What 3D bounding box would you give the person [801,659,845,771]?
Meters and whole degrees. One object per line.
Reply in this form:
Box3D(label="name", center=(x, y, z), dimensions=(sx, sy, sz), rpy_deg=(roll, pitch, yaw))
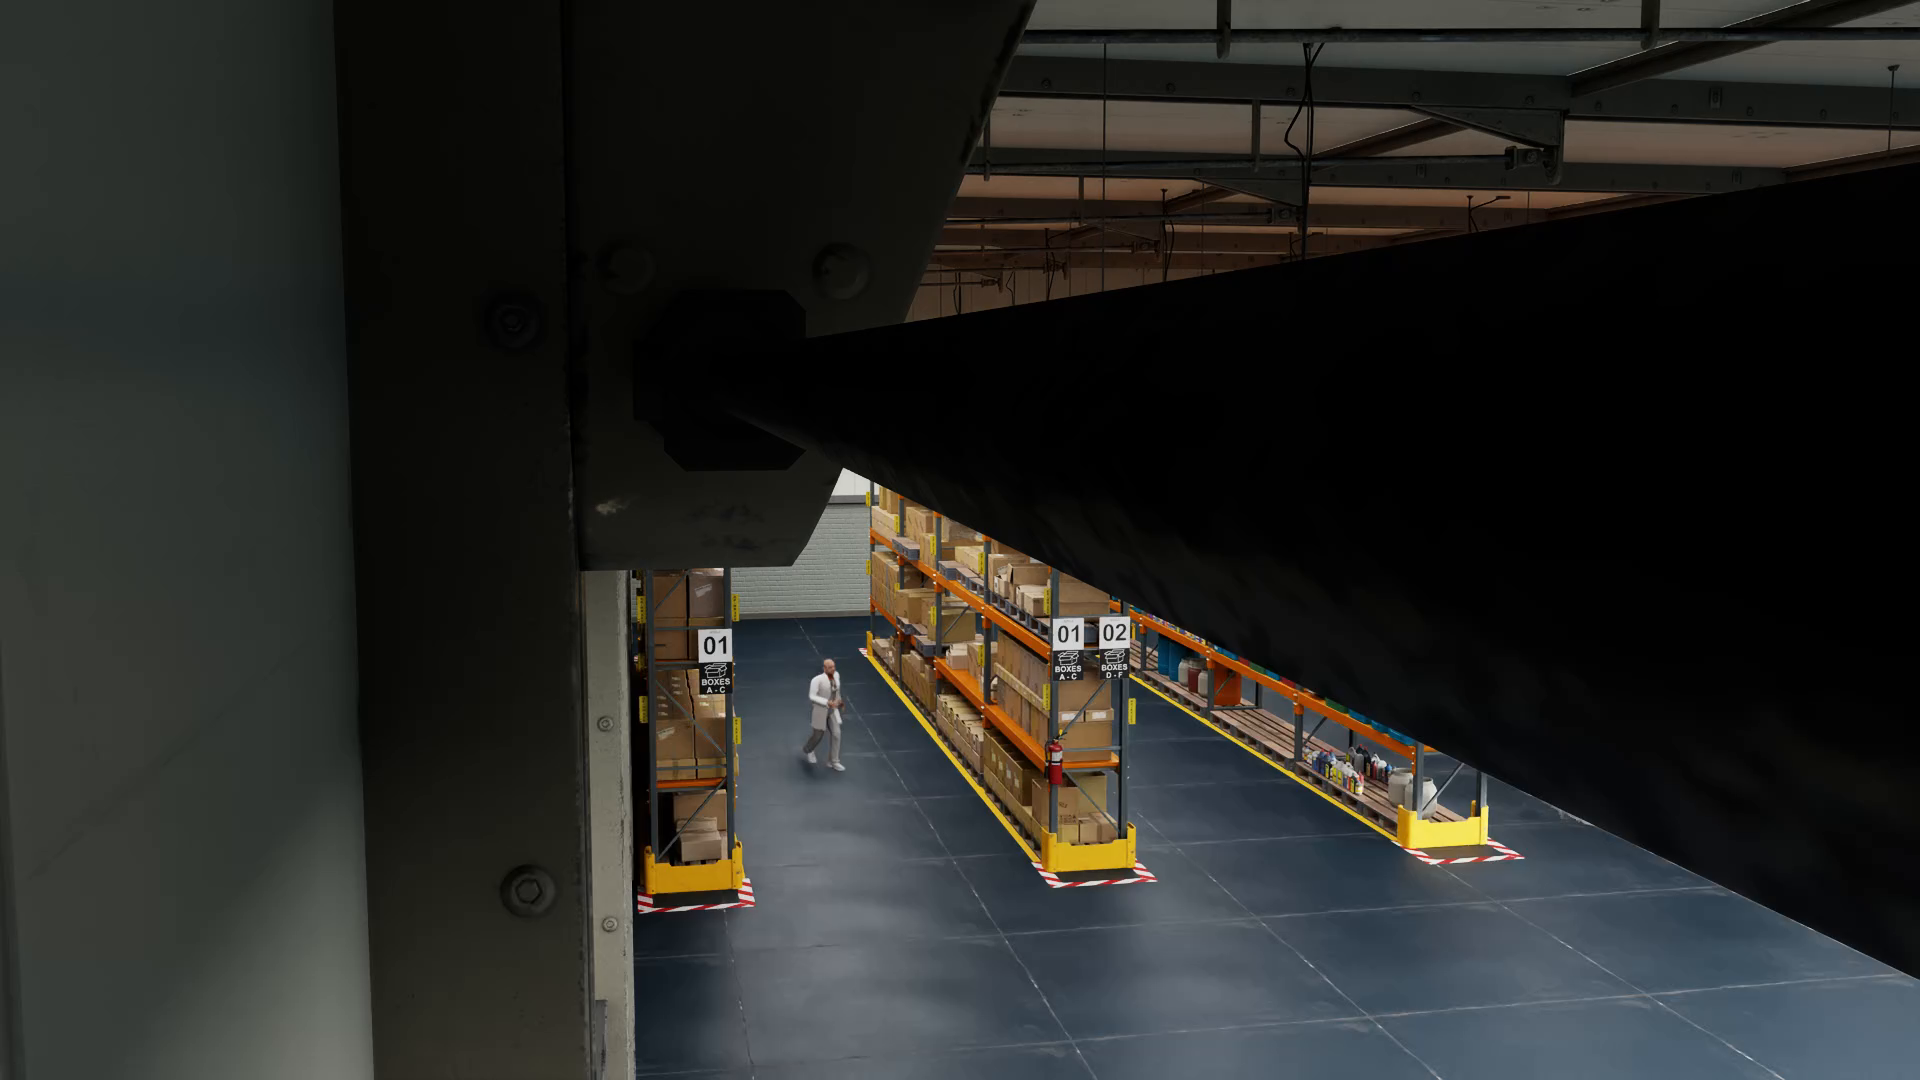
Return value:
Box3D(label="person", center=(-2.174, 2.722, 26.256), dimensions=(0.691, 1.750, 1.011), rpy_deg=(-4, 7, -37))
